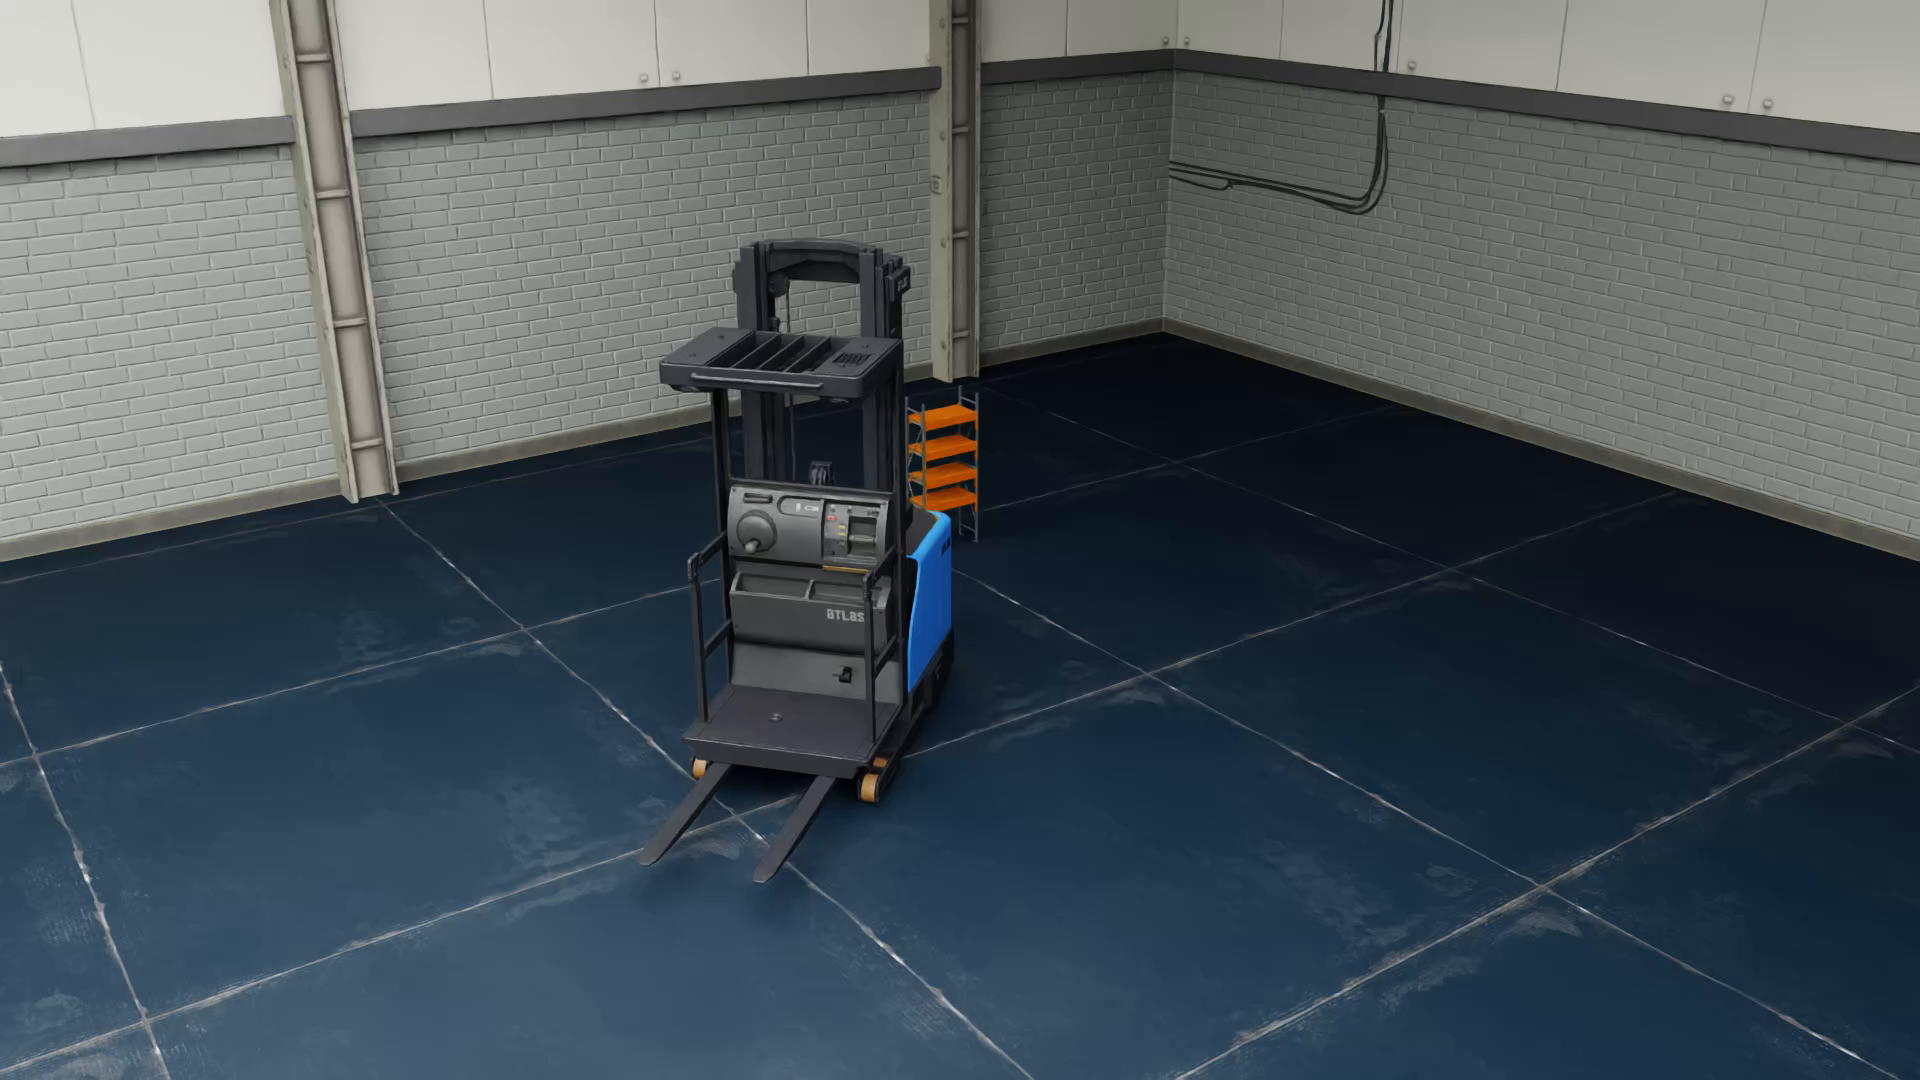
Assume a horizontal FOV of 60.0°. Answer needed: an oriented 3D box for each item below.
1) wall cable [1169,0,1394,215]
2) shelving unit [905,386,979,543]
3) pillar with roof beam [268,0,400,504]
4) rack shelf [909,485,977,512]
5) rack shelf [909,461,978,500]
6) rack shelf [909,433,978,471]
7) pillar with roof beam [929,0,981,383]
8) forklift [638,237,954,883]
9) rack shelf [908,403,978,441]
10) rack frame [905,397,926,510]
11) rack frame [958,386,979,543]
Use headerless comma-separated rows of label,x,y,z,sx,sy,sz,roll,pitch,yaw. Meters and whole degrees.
wall cable,3.117,-4.663,16.629,0.112,2.526,3.097,-15,26,-33
shelving unit,-0.134,-0.521,12.584,0.503,1.200,0.258,-15,26,-33
pillar with roof beam,-2.402,-3.271,8.952,0.400,9.000,9.100,-15,26,-33
rack shelf,-0.134,-0.275,12.683,0.480,0.148,0.258,-15,26,-33
rack shelf,-0.134,-0.459,12.609,0.480,0.148,0.258,-15,26,-33
rack shelf,-0.134,-0.667,12.526,0.480,0.148,0.258,-15,26,-33
pillar with roof beam,2.468,-4.570,12.207,0.400,9.000,9.100,-15,26,-33
forklift,-0.901,-0.058,9.087,1.130,2.935,3.031,5,22,13
rack shelf,-0.134,-0.886,12.439,0.480,0.148,0.258,-15,26,-33
rack frame,-0.332,-0.469,12.452,0.015,1.200,0.240,-15,26,-33
rack frame,0.064,-0.574,12.717,0.015,1.200,0.240,-15,26,-33
